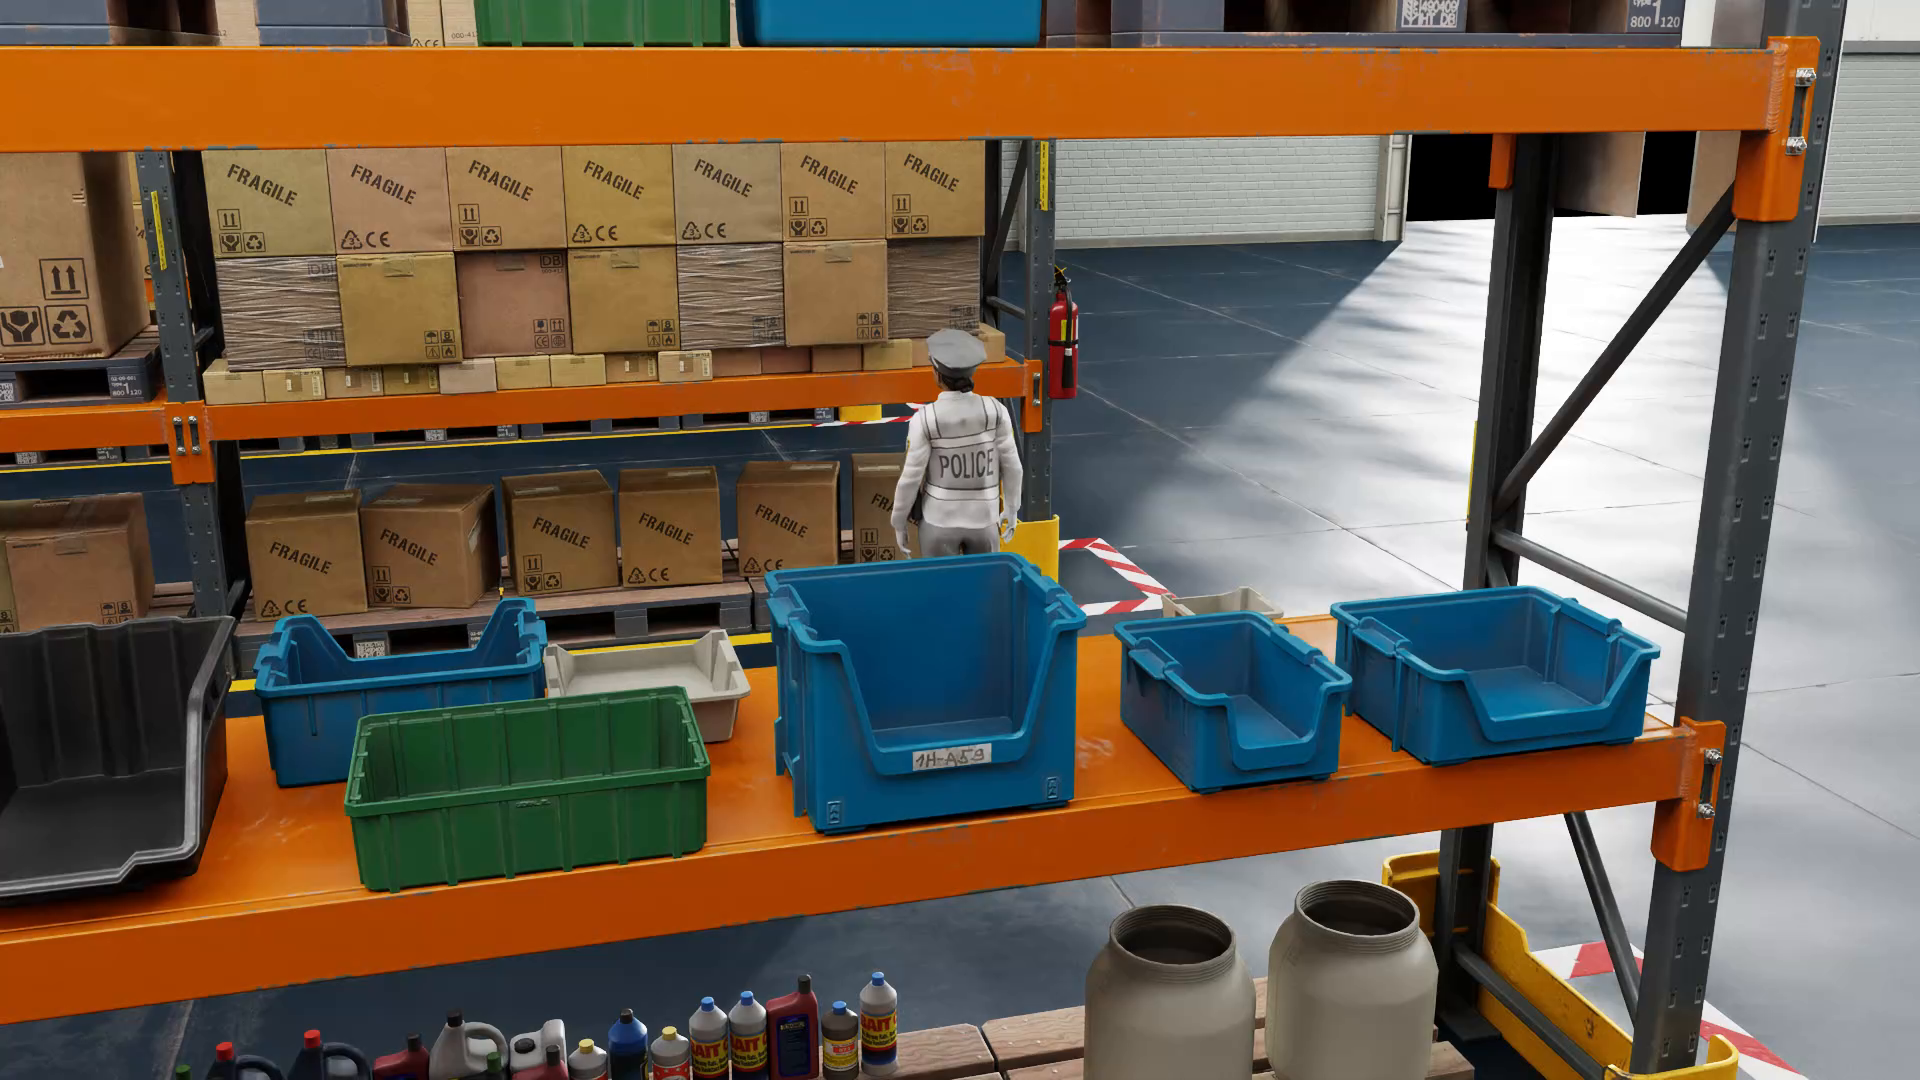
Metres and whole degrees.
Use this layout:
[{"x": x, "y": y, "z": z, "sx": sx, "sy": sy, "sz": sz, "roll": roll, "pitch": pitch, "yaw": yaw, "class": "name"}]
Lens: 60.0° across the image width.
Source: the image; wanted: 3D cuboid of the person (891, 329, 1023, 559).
[{"x": -0.024, "y": -0.088, "z": 7.244, "sx": 0.588, "sy": 1.697, "sz": 0.533, "roll": -4, "pitch": 17, "yaw": -15, "class": "person"}]
